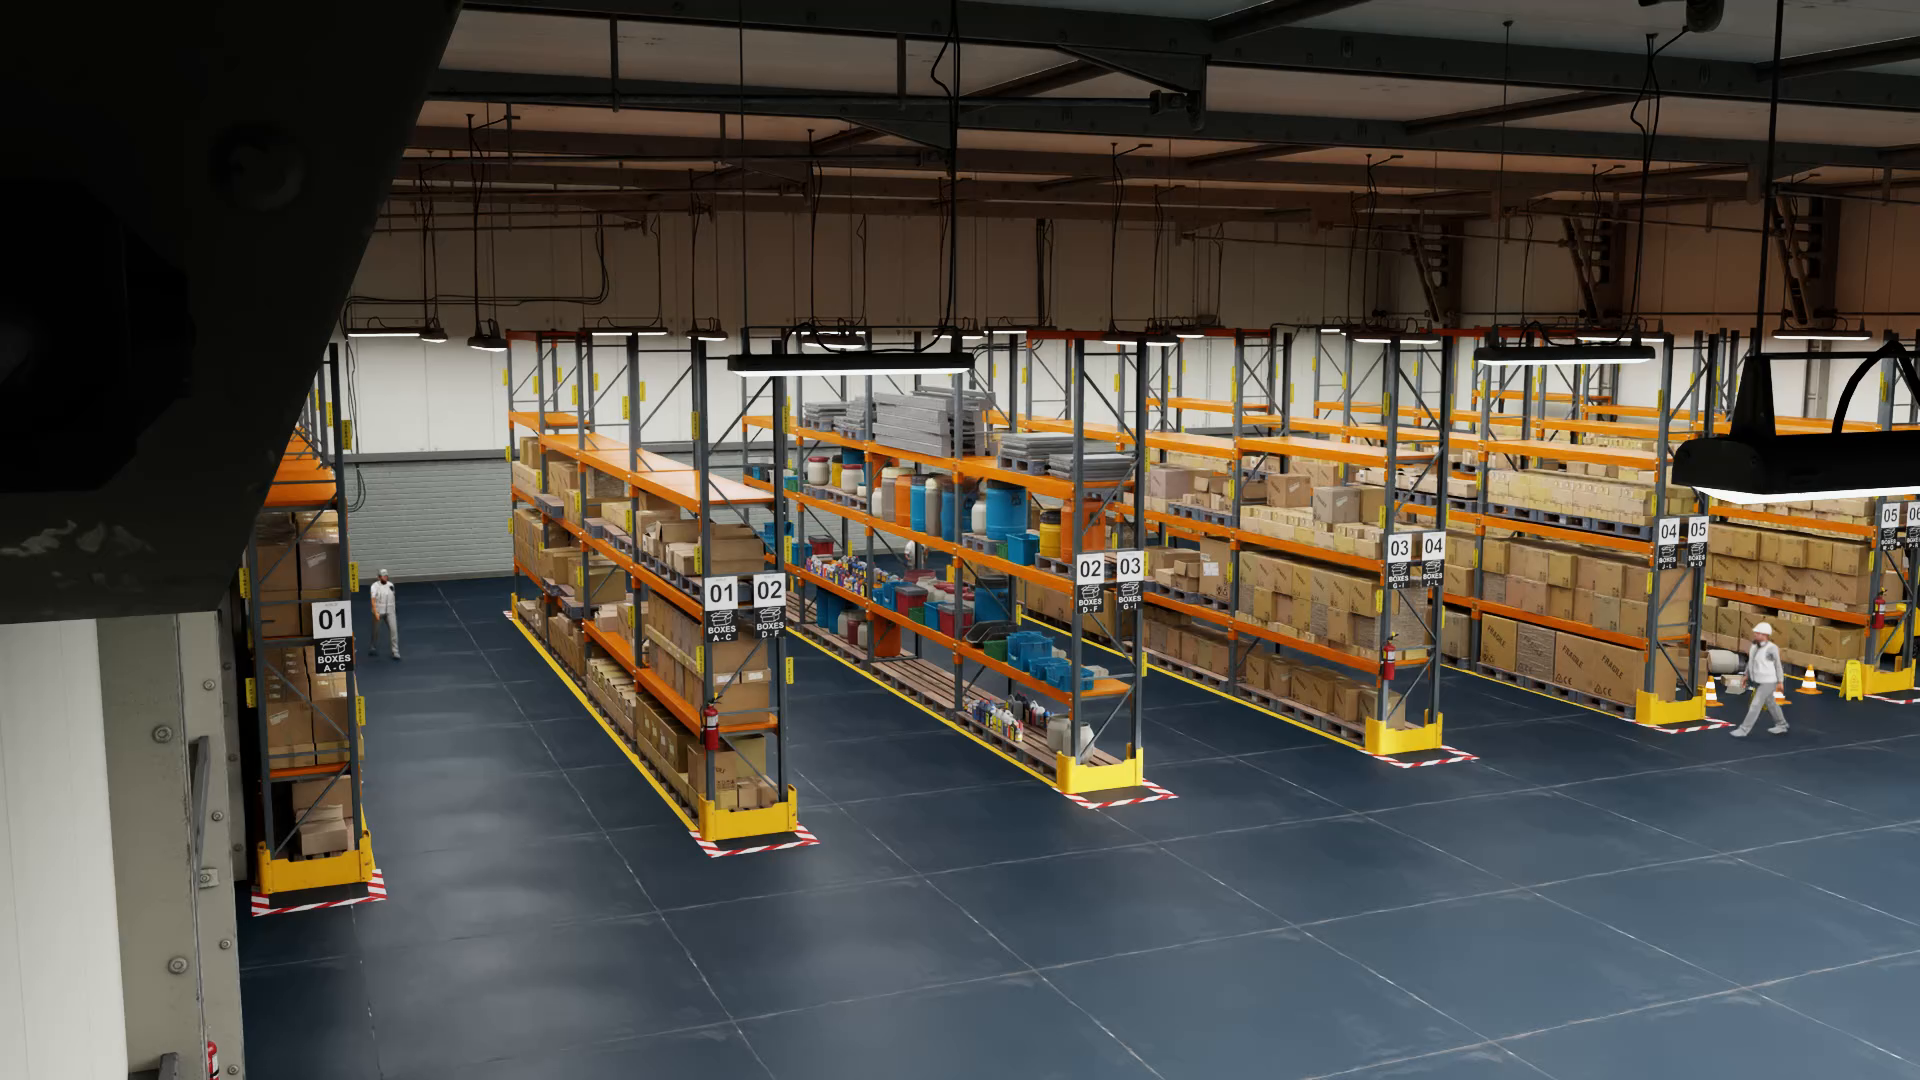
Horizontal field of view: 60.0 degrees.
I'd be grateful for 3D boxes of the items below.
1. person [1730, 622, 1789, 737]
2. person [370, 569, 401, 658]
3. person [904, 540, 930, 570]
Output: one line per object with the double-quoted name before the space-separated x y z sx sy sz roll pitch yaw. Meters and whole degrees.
"person" 11.994 2.078 24.928 1.033 1.707 0.572 -1 8 -7
"person" -10.659 1.333 30.751 0.471 1.615 0.981 -5 9 -33
"person" -0.956 0.539 36.820 0.608 1.601 0.734 -2 8 -14
